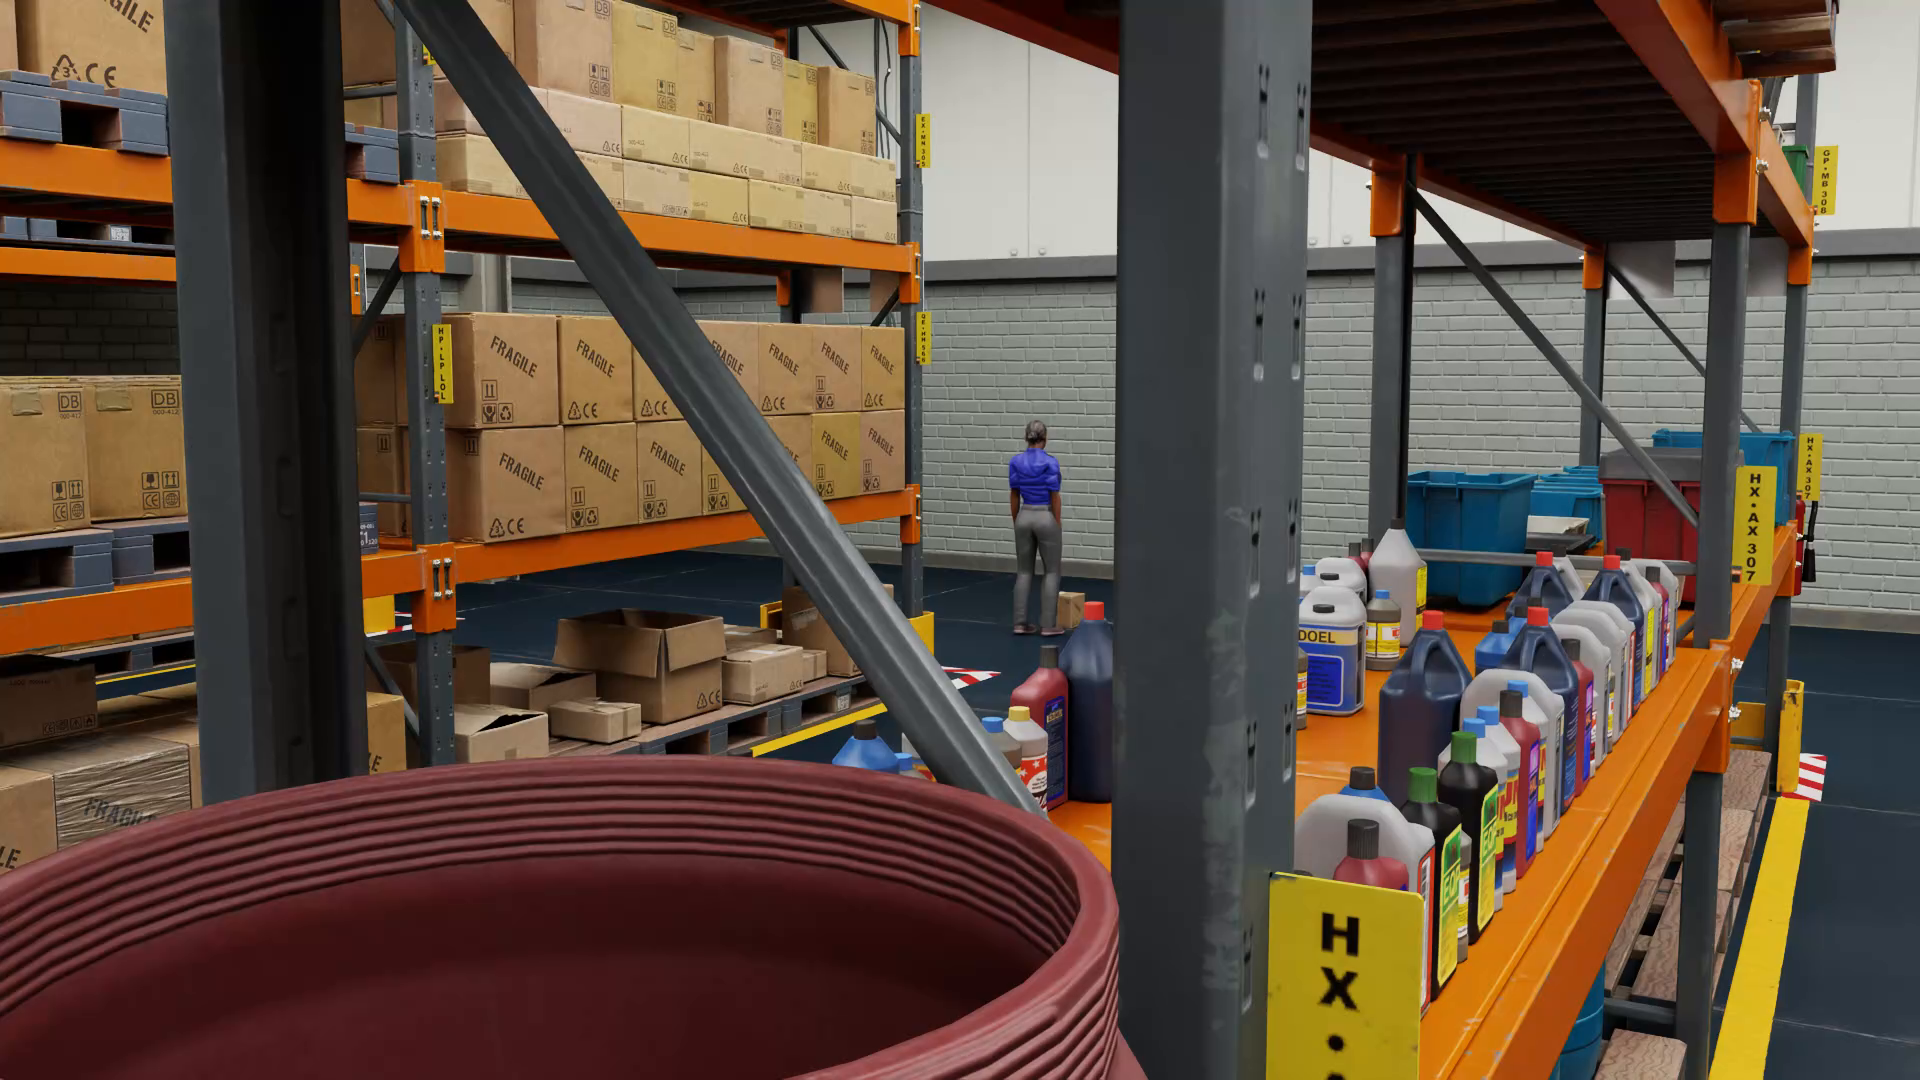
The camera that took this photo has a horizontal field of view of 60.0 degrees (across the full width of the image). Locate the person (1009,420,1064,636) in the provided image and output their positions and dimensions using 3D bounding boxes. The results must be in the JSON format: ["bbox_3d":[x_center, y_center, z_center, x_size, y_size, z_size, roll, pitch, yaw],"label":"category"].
[{"bbox_3d":[0.588,-0.091,12.805,0.438,1.656,0.303,3,7,30],"label":"person"}]
